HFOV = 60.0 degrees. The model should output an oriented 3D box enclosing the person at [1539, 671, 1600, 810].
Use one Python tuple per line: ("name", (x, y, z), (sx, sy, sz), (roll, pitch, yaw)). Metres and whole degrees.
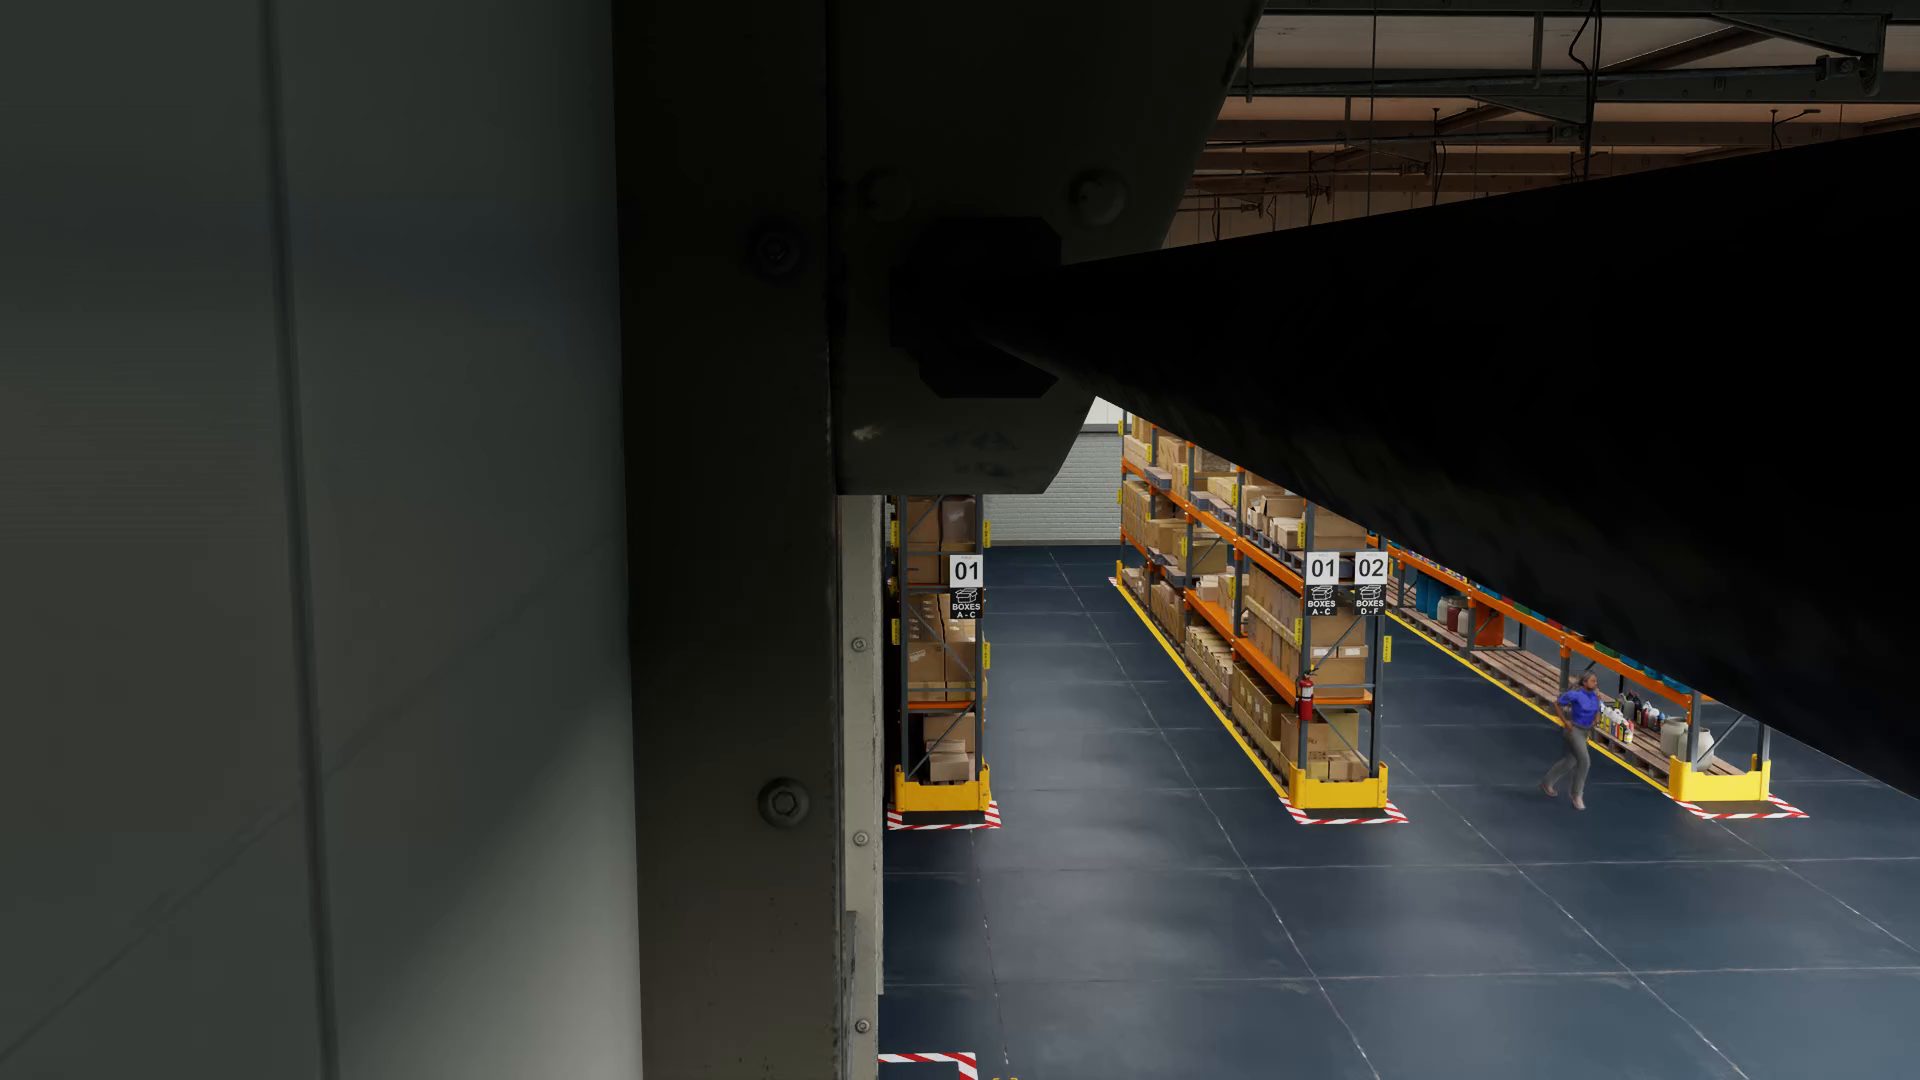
("person", (7.697, 2.476, 20.879), (0.625, 1.688, 0.683), (-8, 11, -42))
